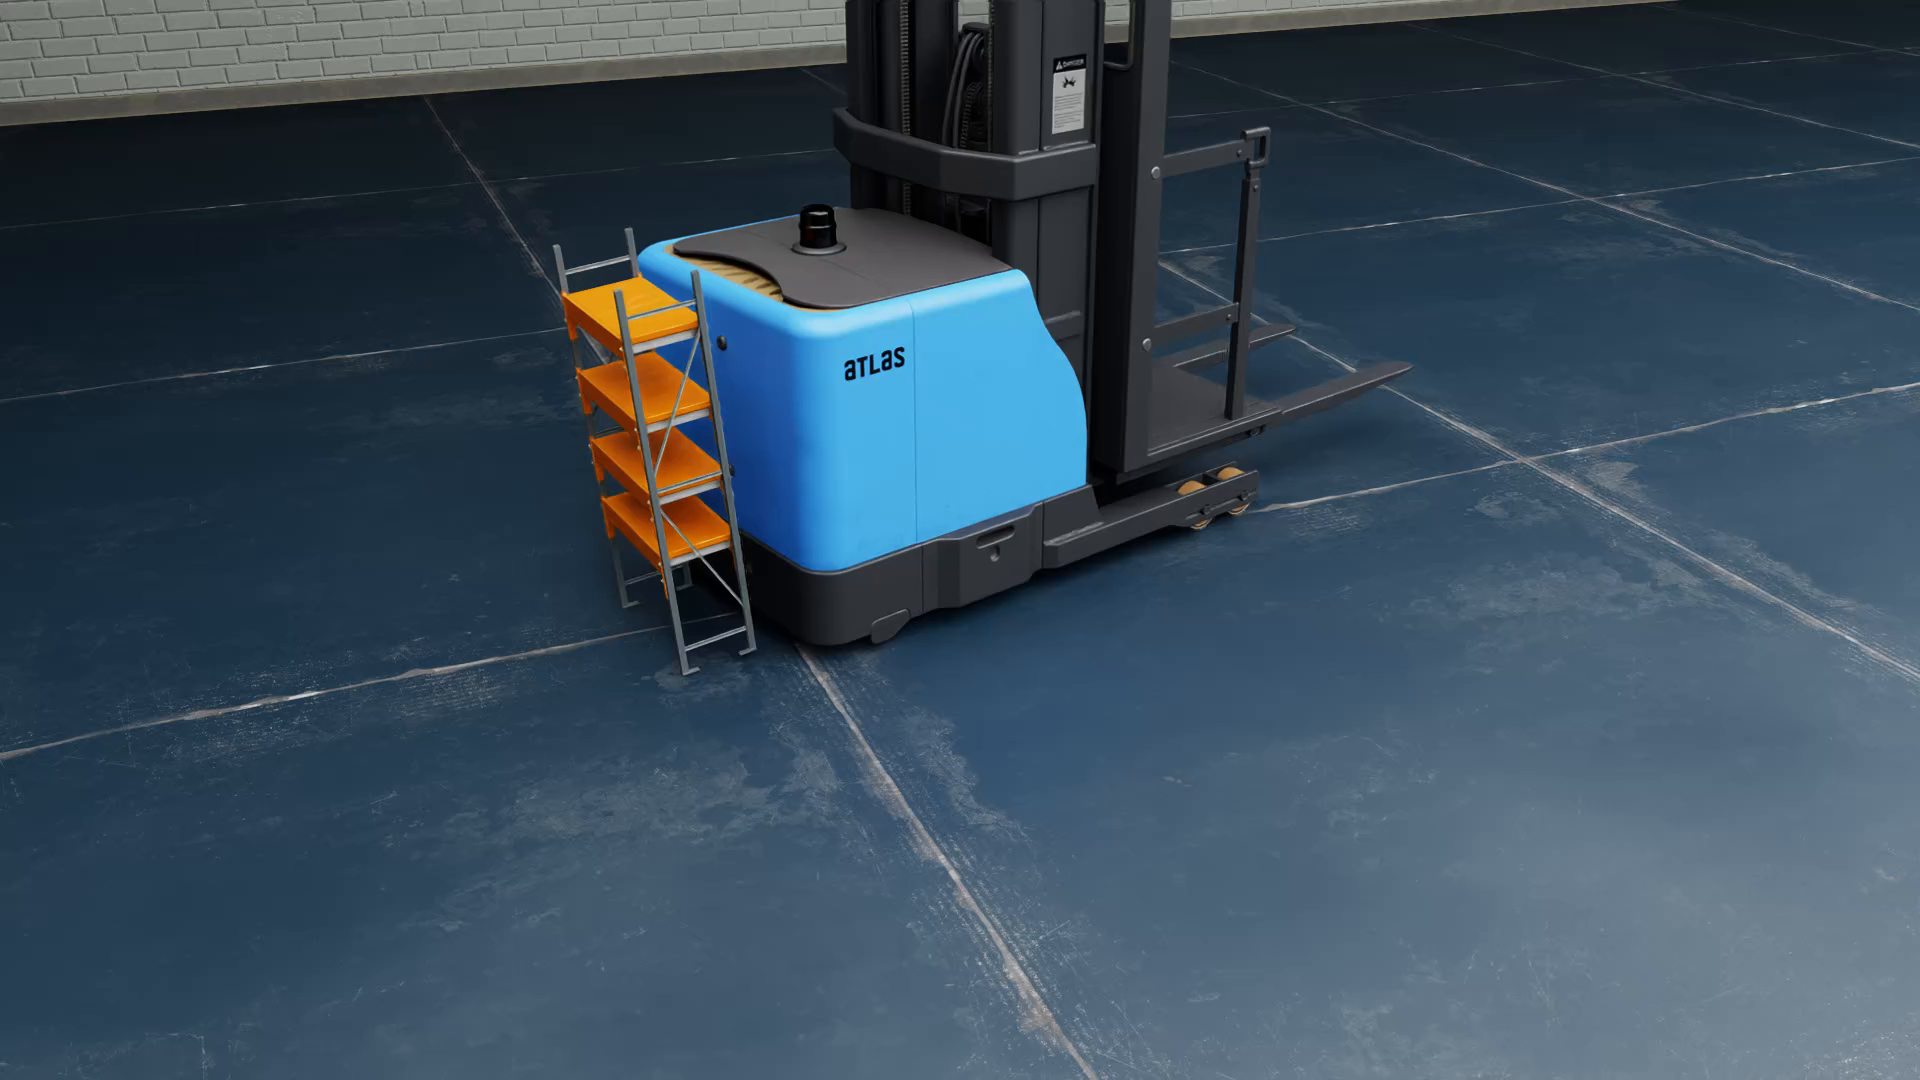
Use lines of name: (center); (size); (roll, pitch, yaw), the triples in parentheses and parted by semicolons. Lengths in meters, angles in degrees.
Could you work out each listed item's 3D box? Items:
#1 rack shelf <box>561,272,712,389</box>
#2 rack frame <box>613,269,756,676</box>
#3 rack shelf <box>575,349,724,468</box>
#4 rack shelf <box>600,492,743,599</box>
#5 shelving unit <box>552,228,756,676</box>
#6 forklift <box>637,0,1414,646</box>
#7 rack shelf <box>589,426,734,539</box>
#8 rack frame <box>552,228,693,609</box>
rack shelf: (-0.916, -0.598, 4.692); (0.258, 0.148, 0.480); (-19, 32, -25)
rack frame: (-0.762, -0.161, 4.691); (0.240, 1.200, 0.015); (-19, 32, -25)
rack shelf: (-0.900, -0.390, 4.804); (0.258, 0.148, 0.480); (-19, 32, -25)
rack shelf: (-0.870, -0.019, 5.004); (0.258, 0.148, 0.480); (-19, 32, -25)
shelving unit: (-0.889, -0.253, 4.878); (0.258, 1.200, 0.503); (-19, 32, -25)
forklift: (0.439, -1.515, 5.513); (3.031, 2.935, 1.130); (-20, 32, -34)
rack shelf: (-0.884, -0.194, 4.910); (0.258, 0.148, 0.480); (-19, 32, -25)
rack frame: (-1.016, -0.344, 5.066); (0.240, 1.200, 0.015); (-19, 32, -25)
